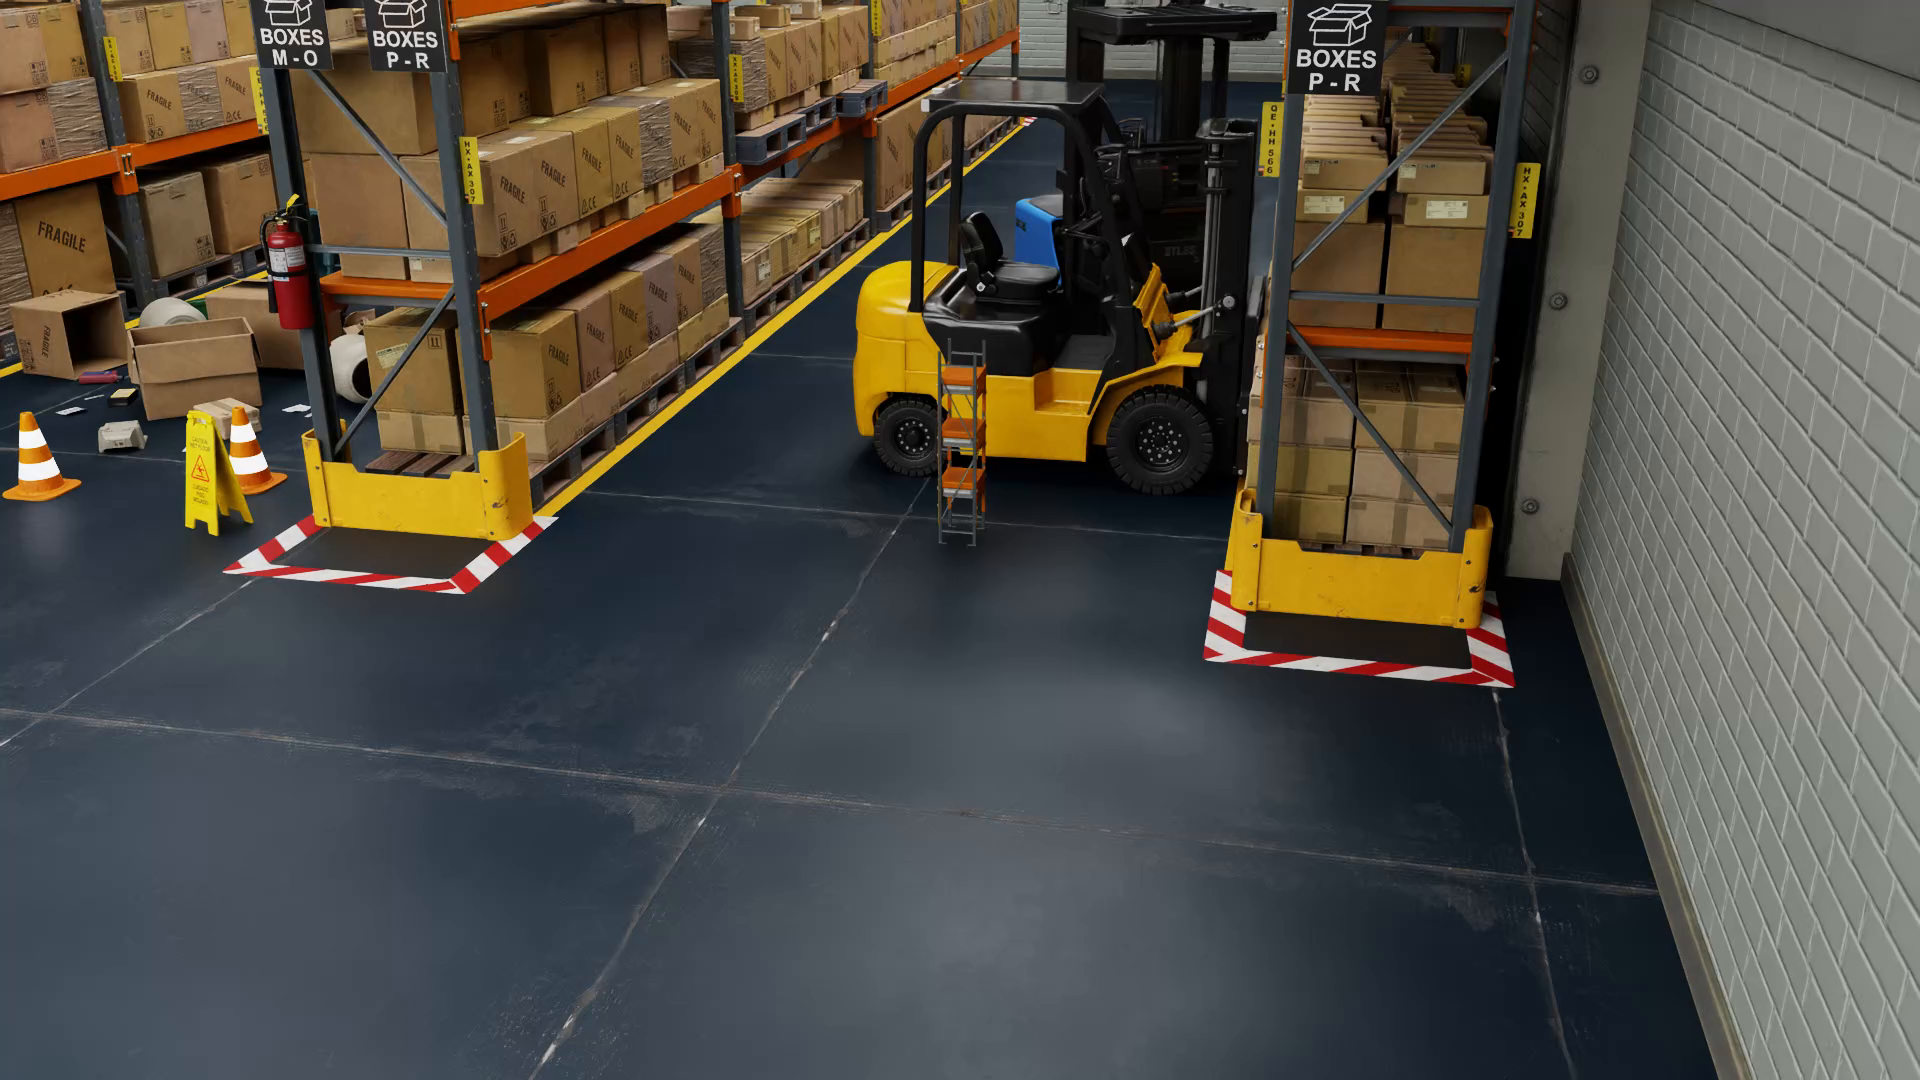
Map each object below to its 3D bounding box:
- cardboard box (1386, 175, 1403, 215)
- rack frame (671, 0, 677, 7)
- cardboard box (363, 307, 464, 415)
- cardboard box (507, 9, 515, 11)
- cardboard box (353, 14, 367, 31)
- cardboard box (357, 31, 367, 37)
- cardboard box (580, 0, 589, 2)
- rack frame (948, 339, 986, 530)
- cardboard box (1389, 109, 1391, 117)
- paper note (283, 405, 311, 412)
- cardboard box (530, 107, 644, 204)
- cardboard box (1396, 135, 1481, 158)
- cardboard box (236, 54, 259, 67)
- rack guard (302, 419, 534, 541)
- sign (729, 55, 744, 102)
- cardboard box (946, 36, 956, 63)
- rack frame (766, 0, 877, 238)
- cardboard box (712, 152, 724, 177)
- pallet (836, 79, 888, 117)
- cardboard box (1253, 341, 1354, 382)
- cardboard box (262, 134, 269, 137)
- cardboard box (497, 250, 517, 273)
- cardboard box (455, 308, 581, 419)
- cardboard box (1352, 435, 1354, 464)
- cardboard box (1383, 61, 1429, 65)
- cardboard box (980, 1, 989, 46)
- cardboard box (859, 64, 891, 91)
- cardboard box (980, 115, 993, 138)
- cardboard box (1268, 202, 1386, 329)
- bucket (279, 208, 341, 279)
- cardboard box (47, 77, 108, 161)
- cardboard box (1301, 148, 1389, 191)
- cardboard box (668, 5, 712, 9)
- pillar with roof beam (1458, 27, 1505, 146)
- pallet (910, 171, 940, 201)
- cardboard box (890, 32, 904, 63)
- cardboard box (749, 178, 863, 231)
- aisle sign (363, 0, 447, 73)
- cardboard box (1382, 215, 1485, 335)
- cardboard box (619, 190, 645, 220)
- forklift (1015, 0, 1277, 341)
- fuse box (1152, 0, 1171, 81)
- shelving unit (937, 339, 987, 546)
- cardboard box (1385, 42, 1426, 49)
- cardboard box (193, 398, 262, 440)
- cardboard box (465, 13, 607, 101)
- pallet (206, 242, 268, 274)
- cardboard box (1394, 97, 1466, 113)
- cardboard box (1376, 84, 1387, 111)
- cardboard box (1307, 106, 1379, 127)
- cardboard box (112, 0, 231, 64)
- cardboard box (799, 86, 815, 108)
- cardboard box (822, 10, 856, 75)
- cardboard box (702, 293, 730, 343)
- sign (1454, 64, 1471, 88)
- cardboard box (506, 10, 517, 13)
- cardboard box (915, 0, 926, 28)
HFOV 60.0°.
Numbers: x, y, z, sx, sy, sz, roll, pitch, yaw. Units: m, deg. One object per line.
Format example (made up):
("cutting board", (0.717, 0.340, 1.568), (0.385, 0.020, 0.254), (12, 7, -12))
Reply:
("cardboard box", (2.226, -1.631, 7.887), (0.380, 0.149, 0.250), (4, 22, 11))
("rack frame", (-4.547, -7.654, 23.842), (1.000, 3.000, 0.127), (4, 22, 11))
("cardboard box", (-3.037, -1.042, 9.540), (0.500, 0.500, 0.500), (5, 22, 11))
("cardboard box", (-5.362, -6.191, 19.187), (0.380, 0.149, 0.250), (4, 22, 9))
("cardboard box", (-5.894, -5.238, 16.822), (0.380, 0.149, 0.250), (4, 22, 11))
("cardboard box", (-5.884, -5.106, 16.891), (0.380, 0.149, 0.250), (5, 23, 13))
("cardboard box", (-4.921, -6.719, 20.988), (0.500, 0.500, 0.500), (4, 22, 11))
("rack frame", (0.036, -0.551, 8.817), (0.200, 1.050, 0.008), (4, 22, 11))
("cardboard box", (2.900, -2.663, 10.450), (0.380, 0.149, 0.250), (4, 22, 9))
("paper note", (-4.381, -0.876, 11.003), (0.148, 0.019, 0.142), (13, 25, 29))
("cardboard box", (-2.276, -2.361, 10.168), (0.500, 0.500, 0.500), (4, 22, 10))
("cardboard box", (2.319, -1.867, 8.075), (0.380, 0.149, 0.250), (5, 22, 12))
("cardboard box", (-6.314, -4.036, 14.726), (0.500, 0.500, 0.500), (5, 22, 12))
("rack guard", (-2.930, -0.330, 9.004), (1.175, 0.500, 0.348), (4, 22, 11))
("sign", (-1.596, -3.288, 11.843), (0.100, 0.325, 0.005), (4, 22, 11))
("cardboard box", (-0.341, -5.598, 18.938), (0.500, 0.250, 0.500), (4, 22, 10))
("rack frame", (-1.313, -4.388, 15.732), (1.000, 3.000, 0.127), (4, 22, 11))
("cardboard box", (-1.896, -2.667, 11.798), (0.380, 0.149, 0.250), (4, 22, 10))
("pallet", (-1.354, -4.030, 15.101), (1.213, 0.211, 1.003), (4, 22, 11))
("cardboard box", (1.802, -0.847, 8.722), (0.500, 0.250, 0.500), (5, 22, 12))
("cardboard box", (-6.392, -3.663, 16.384), (1.050, 0.750, 0.750), (4, 22, 10))
("cardboard box", (-2.636, -1.547, 9.016), (0.380, 0.149, 0.250), (5, 22, 12))
("cardboard box", (-2.506, -1.012, 9.465), (0.500, 0.500, 0.500), (4, 22, 9))
("cardboard box", (2.305, -0.576, 8.719), (0.500, 0.250, 0.500), (4, 22, 10))
("cardboard box", (3.370, -3.561, 12.678), (0.380, 0.149, 0.250), (5, 22, 11))
("cardboard box", (0.070, -6.414, 20.629), (0.500, 0.500, 0.500), (5, 22, 11))
("cardboard box", (-0.967, -4.478, 16.157), (0.500, 0.250, 0.500), (4, 22, 10))
("cardboard box", (-0.081, -5.406, 21.128), (0.875, 0.438, 0.875), (4, 22, 9))
("cardboard box", (1.758, -1.331, 8.010), (0.500, 0.500, 0.500), (4, 22, 10))
("bucket", (-4.766, -2.226, 12.713), (0.726, 0.611, 0.620), (13, 15, 29))
("cardboard box", (-7.059, -3.199, 12.580), (0.875, 0.550, 0.550), (4, 22, 11))
("cardboard box", (1.782, -1.717, 7.701), (0.380, 0.149, 0.250), (5, 22, 11))
("cardboard box", (-2.095, -4.146, 13.170), (0.380, 0.149, 0.250), (4, 22, 9))
("pillar with roof beam", (-0.051, -6.576, 13.136), (9.100, 9.000, 0.400), (4, 22, 11))
("pallet", (-0.827, -3.821, 18.060), (1.003, 0.211, 1.213), (4, 22, 11))
("cardboard box", (-0.861, -4.905, 16.550), (0.500, 0.250, 0.500), (5, 22, 12))
("cardboard box", (-1.438, -3.158, 15.634), (0.950, 0.372, 0.625), (3, 22, 7))
("aisle sign", (-2.654, -2.621, 7.867), (0.394, 0.787, 0.004), (4, 22, 11))
("cardboard box", (2.288, -1.291, 7.910), (0.500, 0.500, 0.500), (5, 23, 13))
("cardboard box", (-2.199, -2.107, 10.407), (0.380, 0.149, 0.250), (5, 22, 11))
("forklift", (1.320, -2.400, 10.890), (1.130, 2.935, 3.031), (-7, 23, -16))
("fuse box", (3.474, -8.566, 27.833), (0.539, 1.711, 0.414), (4, 22, 11))
("shelving unit", (0.011, -0.507, 8.706), (0.215, 1.050, 0.252), (4, 22, 11))
("cardboard box", (3.735, -4.119, 14.064), (0.380, 0.149, 0.250), (5, 22, 12))
("cardboard box", (-4.655, -0.772, 10.572), (0.380, 0.149, 0.250), (18, 28, 38))
("cardboard box", (-2.686, -3.062, 10.570), (0.700, 0.500, 0.500), (4, 22, 10))
("pallet", (-6.665, -2.707, 15.292), (1.003, 0.211, 1.213), (4, 22, 11))
("cardboard box", (2.669, -2.427, 9.465), (0.380, 0.149, 0.250), (4, 22, 10))
("cardboard box", (3.013, -3.007, 11.303), (0.380, 0.149, 0.250), (4, 22, 10))
("cardboard box", (2.089, -2.278, 9.095), (0.380, 0.149, 0.250), (5, 22, 12))
("cardboard box", (-6.693, -4.330, 14.118), (0.700, 0.500, 0.500), (5, 22, 11))
("cardboard box", (-1.414, -3.655, 13.689), (0.380, 0.149, 0.250), (5, 23, 13))
("cardboard box", (-1.228, -4.389, 14.643), (0.500, 0.500, 0.500), (4, 22, 10))
("cardboard box", (-1.986, -1.607, 11.948), (0.500, 0.250, 0.500), (5, 23, 13))
("sign", (3.275, -2.944, 10.884), (0.100, 0.325, 0.005), (4, 22, 11))
("cardboard box", (-5.357, -6.059, 19.260), (0.380, 0.149, 0.250), (5, 23, 13))
("cardboard box", (-0.654, -5.614, 17.305), (0.500, 0.500, 0.500), (5, 22, 12))
